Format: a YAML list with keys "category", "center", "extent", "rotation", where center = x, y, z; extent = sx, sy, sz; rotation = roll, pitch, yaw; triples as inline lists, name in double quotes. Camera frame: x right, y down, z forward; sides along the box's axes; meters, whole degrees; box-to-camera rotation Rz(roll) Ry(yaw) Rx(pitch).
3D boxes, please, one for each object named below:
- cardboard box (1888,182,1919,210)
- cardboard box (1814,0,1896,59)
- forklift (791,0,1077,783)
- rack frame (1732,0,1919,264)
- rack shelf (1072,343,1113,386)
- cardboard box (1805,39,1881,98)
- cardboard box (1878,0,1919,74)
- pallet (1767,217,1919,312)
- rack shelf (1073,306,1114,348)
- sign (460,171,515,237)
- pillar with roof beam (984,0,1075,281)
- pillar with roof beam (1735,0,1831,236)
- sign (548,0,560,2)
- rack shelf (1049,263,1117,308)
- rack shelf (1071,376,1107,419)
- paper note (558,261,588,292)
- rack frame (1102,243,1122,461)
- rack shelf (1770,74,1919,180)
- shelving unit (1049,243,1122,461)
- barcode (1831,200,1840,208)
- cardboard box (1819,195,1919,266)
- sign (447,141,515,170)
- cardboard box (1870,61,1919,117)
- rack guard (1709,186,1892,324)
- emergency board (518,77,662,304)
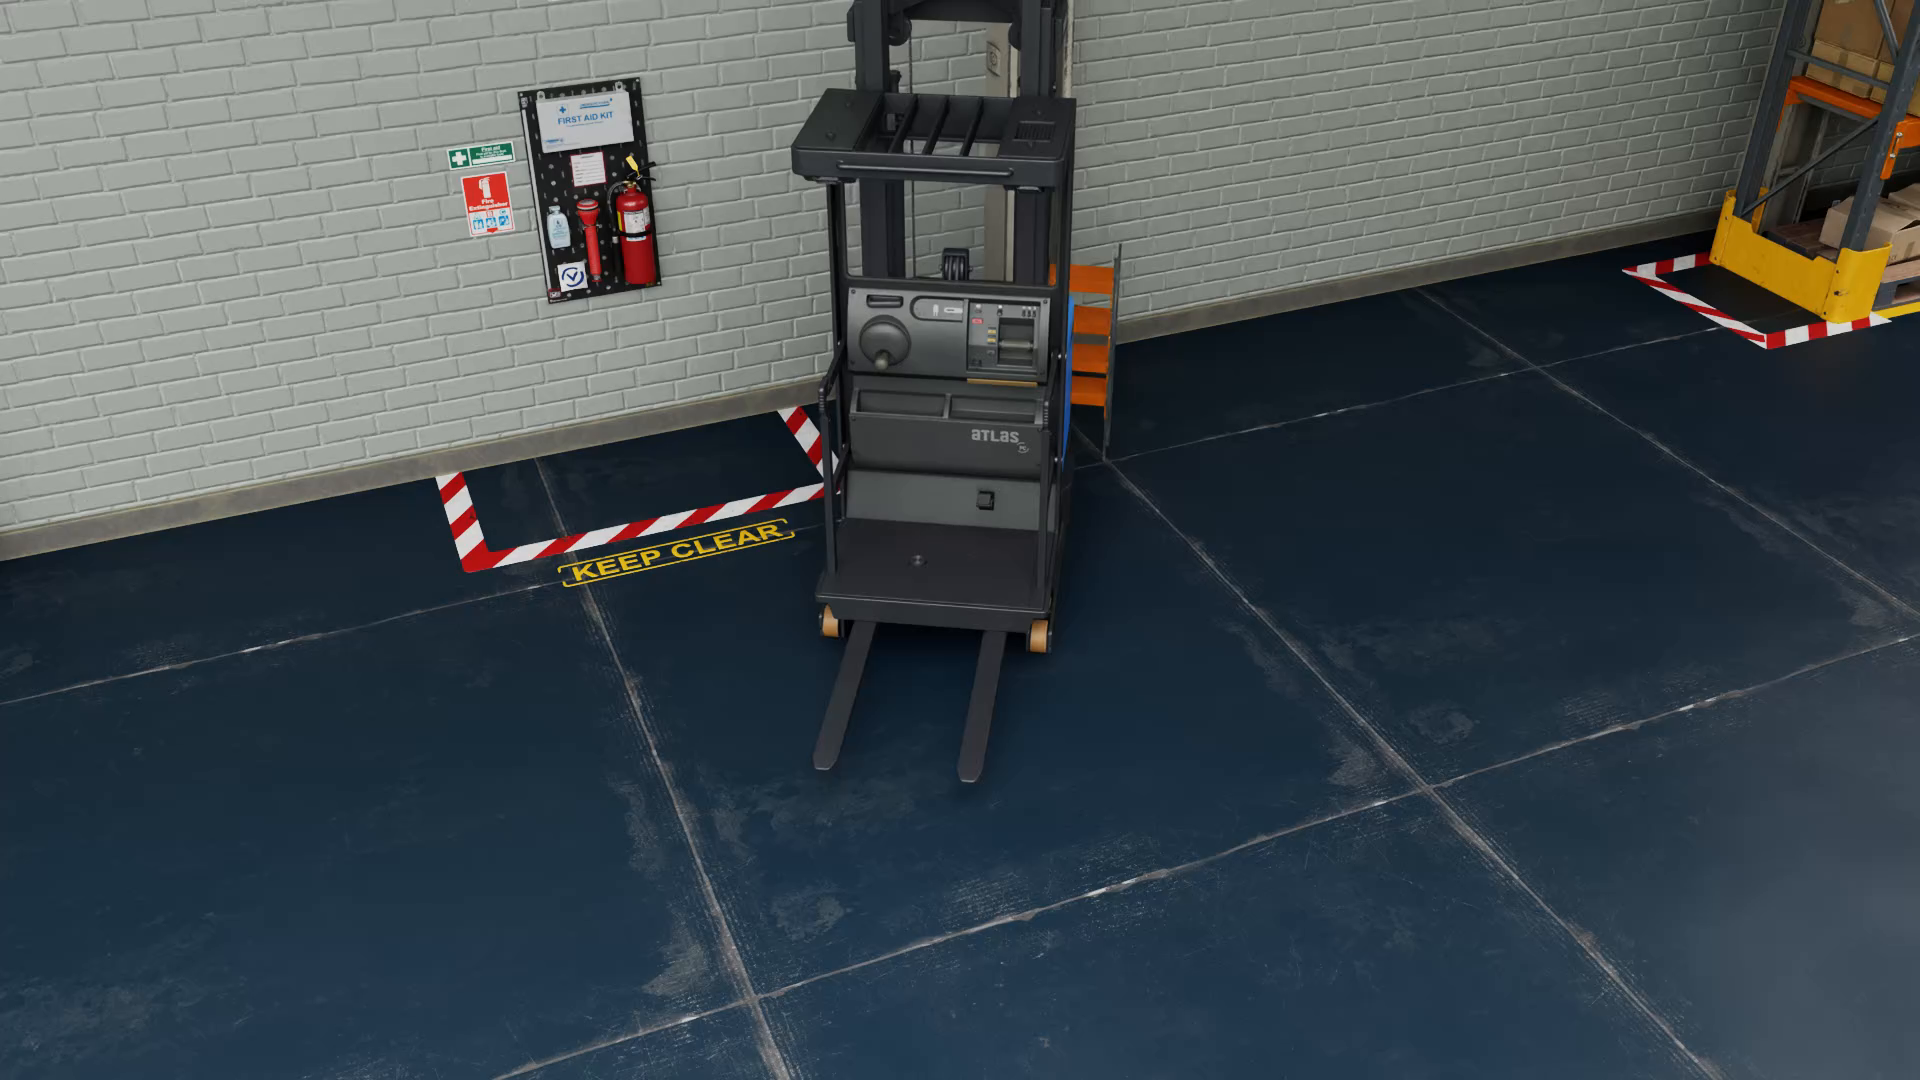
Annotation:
- category: "cardboard box"
  center: [6.808, -2.263, 11.539]
  extent: [0.500, 0.311, 0.500]
  rotation: [-10, 34, -15]
- category: "cardboard box"
  center: [5.962, -3.450, 10.734]
  extent: [0.500, 0.500, 0.500]
  rotation: [-13, 35, -19]
- category: "forklift"
  center: [-0.079, -0.892, 7.433]
  extent: [1.130, 2.935, 3.031]
  rotation: [4, 33, 6]
- category: "rack frame"
  center: [5.609, -2.984, 10.586]
  extent: [0.127, 3.000, 1.000]
  rotation: [-13, 35, -19]
- category: "rack shelf"
  center: [0.601, -0.997, 9.290]
  extent: [0.480, 0.148, 0.258]
  rotation: [6, 30, 9]
- category: "cardboard box"
  center: [5.965, -3.126, 10.923]
  extent: [0.500, 0.250, 0.500]
  rotation: [-12, 35, -18]
- category: "cardboard box"
  center: [6.166, -3.194, 10.340]
  extent: [0.500, 0.500, 0.500]
  rotation: [-13, 35, -19]
- category: "pallet"
  center: [6.442, -1.985, 11.608]
  extent: [1.213, 0.211, 1.003]
  rotation: [-13, 35, -19]
- category: "rack shelf"
  center: [0.604, -1.192, 9.181]
  extent: [0.480, 0.148, 0.258]
  rotation: [6, 30, 9]
- category: "sign"
  center: [-2.455, -1.748, 8.653]
  extent: [0.234, 0.329, 0.001]
  rotation: [-13, 35, -19]
- category: "pillar with roof beam"
  center: [2.054, -2.650, 4.572]
  extent: [0.400, 9.000, 9.100]
  rotation: [-13, 35, -19]
- category: "pillar with roof beam"
  center: [7.586, -3.917, 6.519]
  extent: [0.400, 9.000, 9.100]
  rotation: [-13, 35, -19]
- category: "sign"
  center: [-1.952, -2.818, 8.205]
  extent: [0.199, 0.298, 0.001]
  rotation: [-13, 35, -19]
- category: "rack shelf"
  center: [0.607, -1.399, 9.066]
  extent: [0.480, 0.148, 0.258]
  rotation: [6, 30, 9]
- category: "rack shelf"
  center: [0.599, -0.824, 9.387]
  extent: [0.480, 0.148, 0.258]
  rotation: [6, 30, 9]
- category: "paper note"
  center: [-2.096, -1.426, 8.999]
  extent: [0.142, 0.148, 0.016]
  rotation: [-13, 35, -19]
- category: "rack frame"
  center: [0.842, -1.031, 9.219]
  extent: [0.015, 1.200, 0.240]
  rotation: [6, 30, 9]
- category: "rack shelf"
  center: [7.453, -3.105, 11.431]
  extent: [4.000, 0.370, 1.077]
  rotation: [-13, 35, -19]
- category: "shelving unit"
  center: [0.602, -1.056, 9.257]
  extent: [0.503, 1.200, 0.258]
  rotation: [6, 30, 9]
- category: "barcode"
  center: [6.144, -2.351, 11.667]
  extent: [0.075, 0.075, 0.001]
  rotation: [-13, 35, -19]
- category: "cardboard box"
  center: [6.282, -2.142, 11.354]
  extent: [0.500, 0.311, 0.500]
  rotation: [-17, 37, -24]
- category: "sign"
  center: [-2.448, -1.966, 8.503]
  extent: [0.331, 0.109, 0.001]
  rotation: [-13, 35, -19]
- category: "cardboard box"
  center: [6.182, -2.873, 10.534]
  extent: [0.500, 0.250, 0.500]
  rotation: [-14, 36, -20]
- category: "rack guard"
  center: [5.679, -1.953, 11.292]
  extent: [0.348, 0.500, 1.175]
  rotation: [-13, 35, -19]
- category: "emergency board"
  center: [-1.906, -1.798, 8.762]
  extent: [0.643, 1.169, 0.194]
  rotation: [-13, 35, -19]
